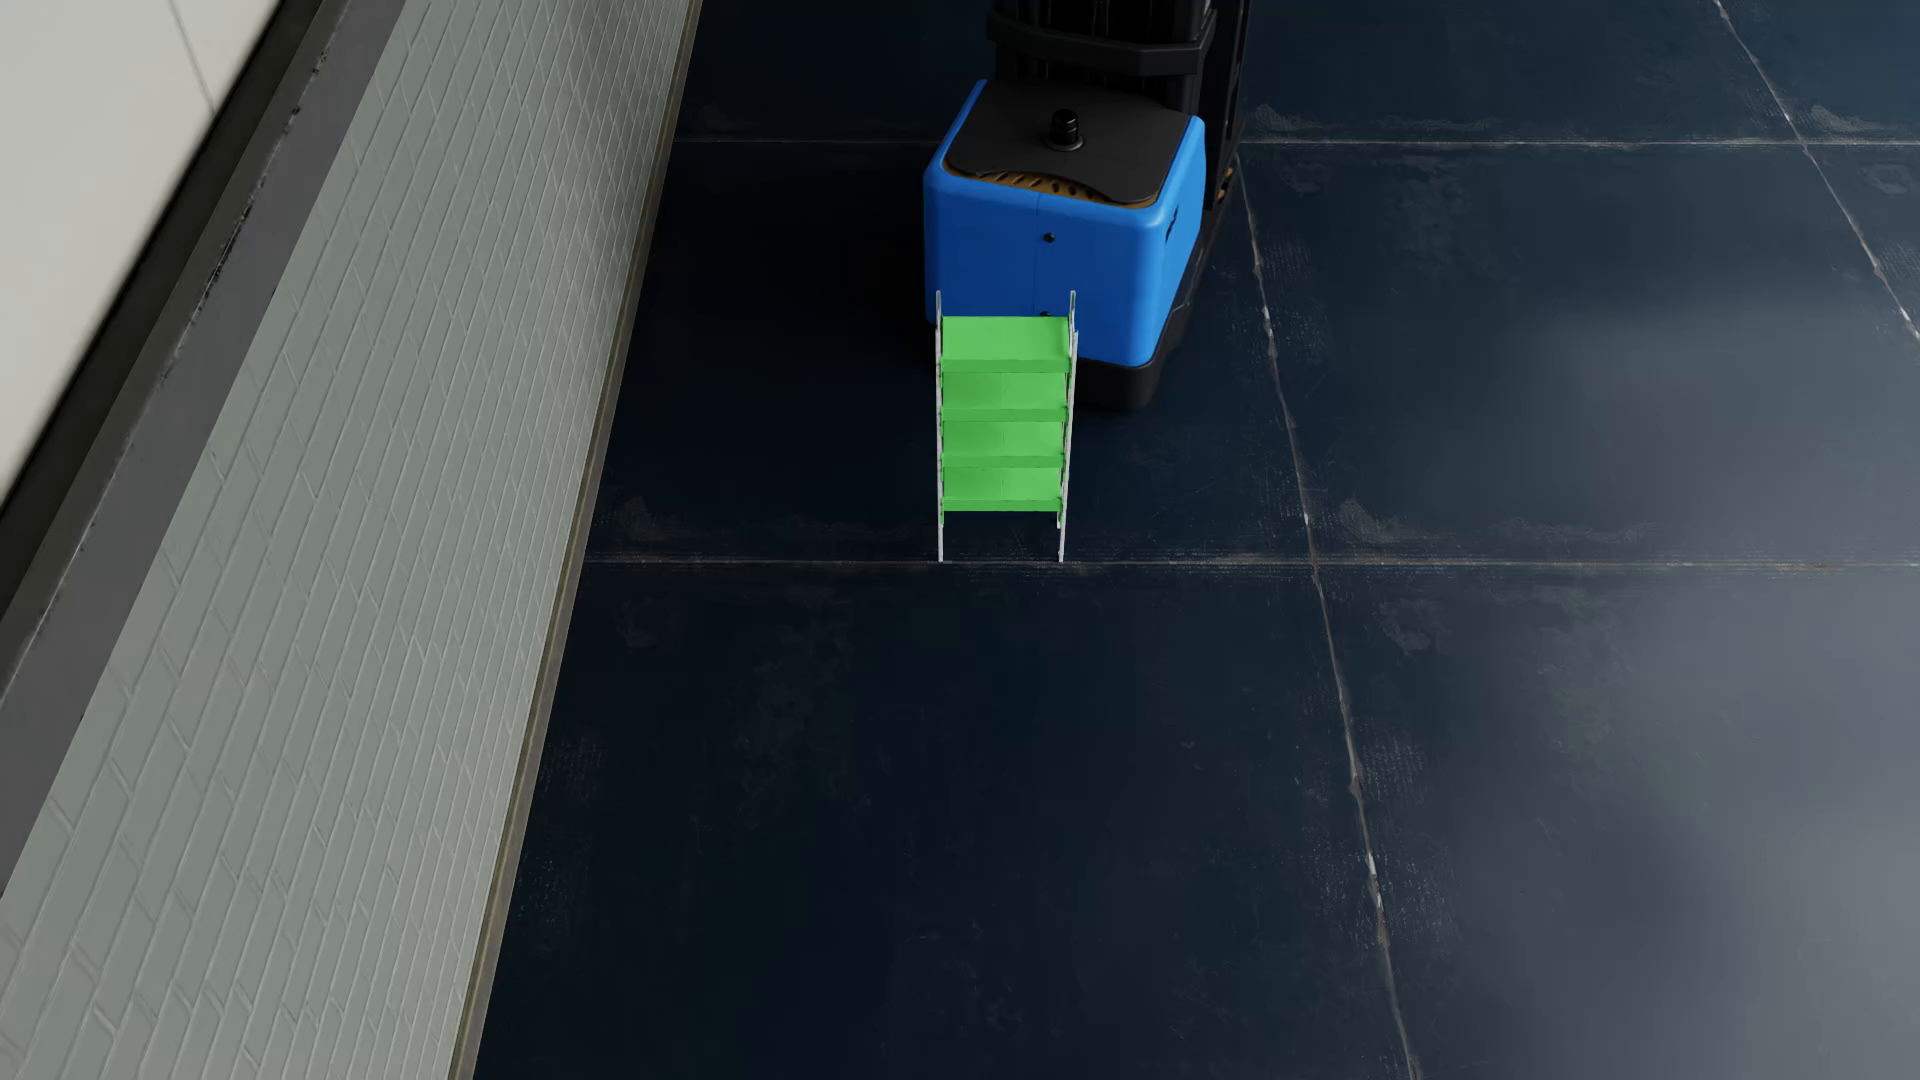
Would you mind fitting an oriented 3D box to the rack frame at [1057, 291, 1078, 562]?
[{"bbox_3d":[0.410,-0.408,6.391,0.015,1.200,0.240,0,47,0],"label":"rack frame"}]

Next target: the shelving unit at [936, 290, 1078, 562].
[{"bbox_3d":[0.166,-0.408,6.391,0.503,1.200,0.258,0,47,0],"label":"shelving unit"}]

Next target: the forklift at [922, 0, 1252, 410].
[{"bbox_3d":[0.772,-2.666,7.310,1.130,2.935,3.031,13,48,12],"label":"forklift"}]

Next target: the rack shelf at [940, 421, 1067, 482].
[{"bbox_3d":[0.166,-0.365,6.438,0.480,0.148,0.258,0,47,0],"label":"rack shelf"}]

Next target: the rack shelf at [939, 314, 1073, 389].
[{"bbox_3d":[0.166,-0.692,6.087,0.480,0.148,0.258,0,47,0],"label":"rack shelf"}]

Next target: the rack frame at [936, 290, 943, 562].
[{"bbox_3d":[-0.078,-0.409,6.392,0.015,1.200,0.240,0,47,0],"label":"rack frame"}]

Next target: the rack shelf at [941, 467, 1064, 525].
[{"bbox_3d":[0.166,-0.201,6.614,0.480,0.148,0.258,0,47,0],"label":"rack shelf"}]

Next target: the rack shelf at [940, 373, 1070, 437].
[{"bbox_3d":[0.166,-0.528,6.262,0.480,0.148,0.258,0,47,0],"label":"rack shelf"}]
